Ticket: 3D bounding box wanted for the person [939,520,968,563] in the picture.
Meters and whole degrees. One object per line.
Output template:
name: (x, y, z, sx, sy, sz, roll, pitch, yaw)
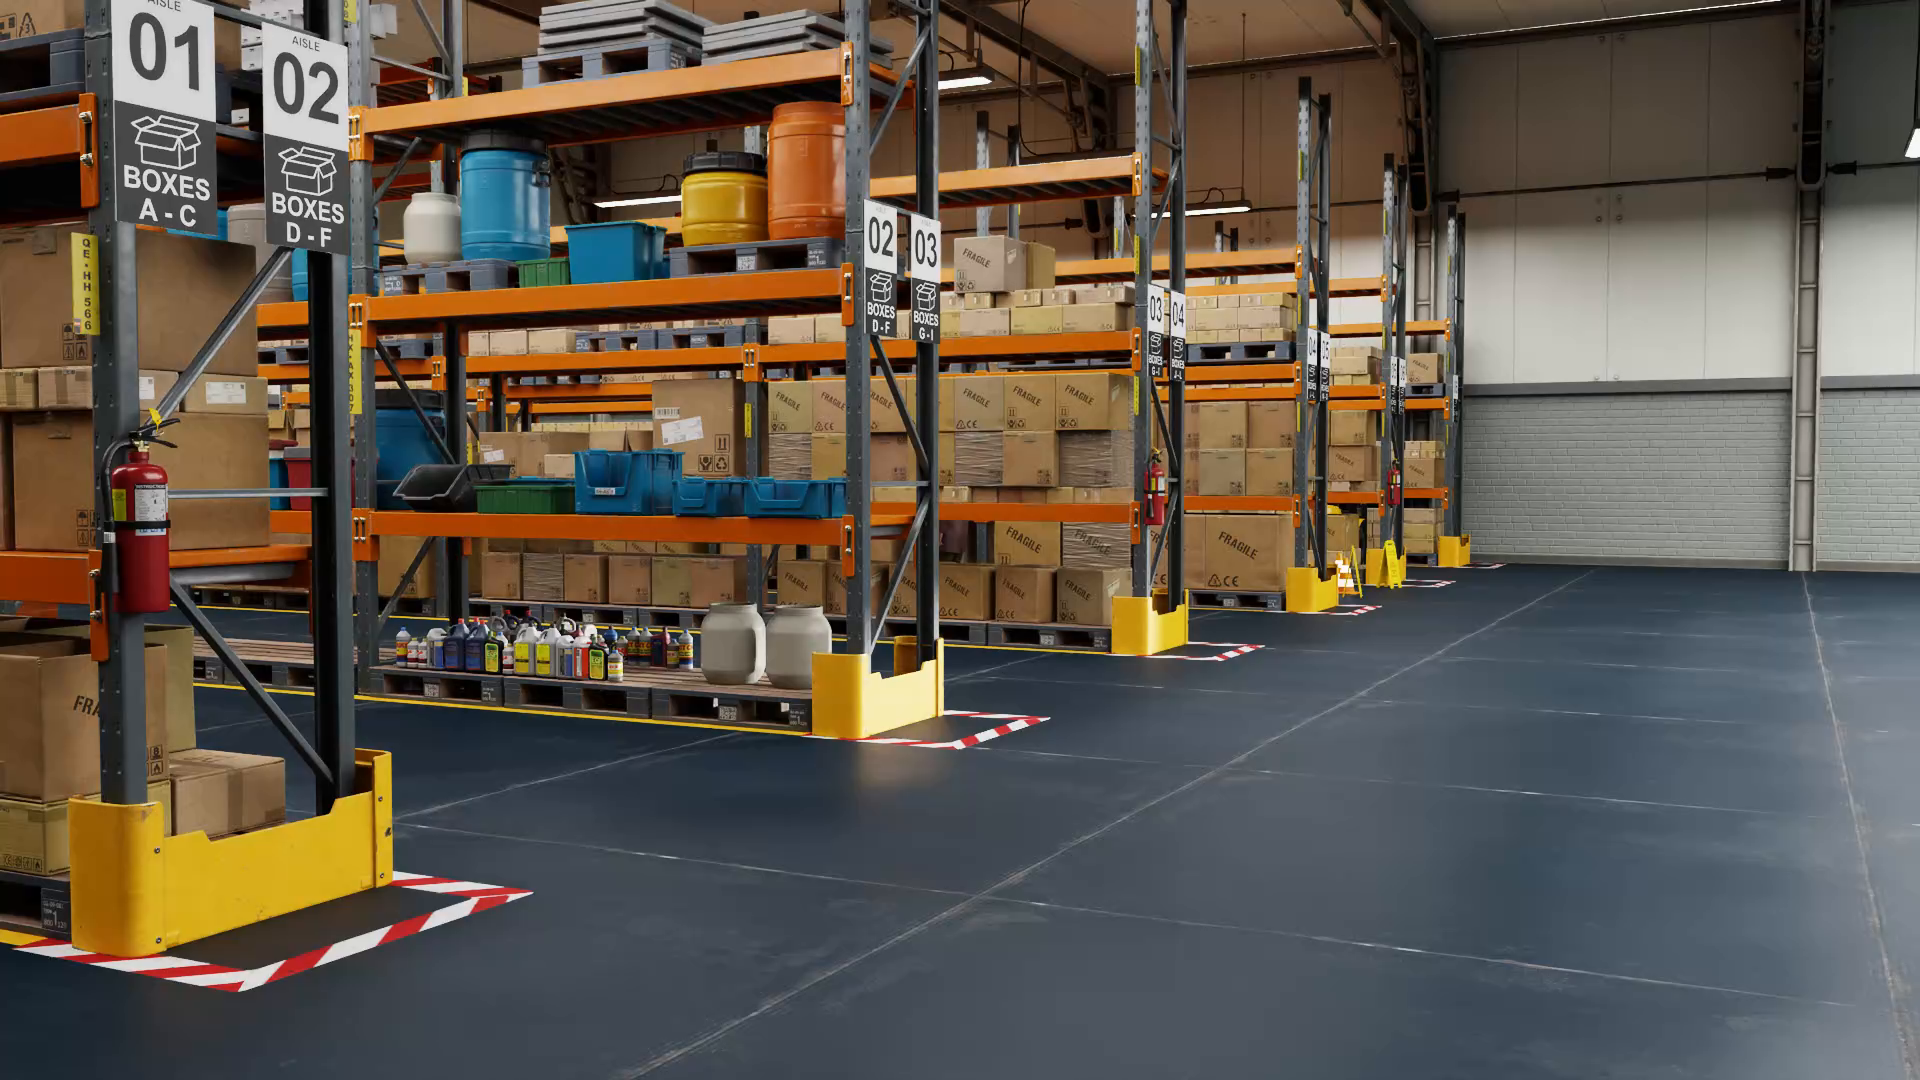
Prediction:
person: (-0.118, -0.090, 19.178, 0.429, 1.772, 0.648, 1, 3, 22)
